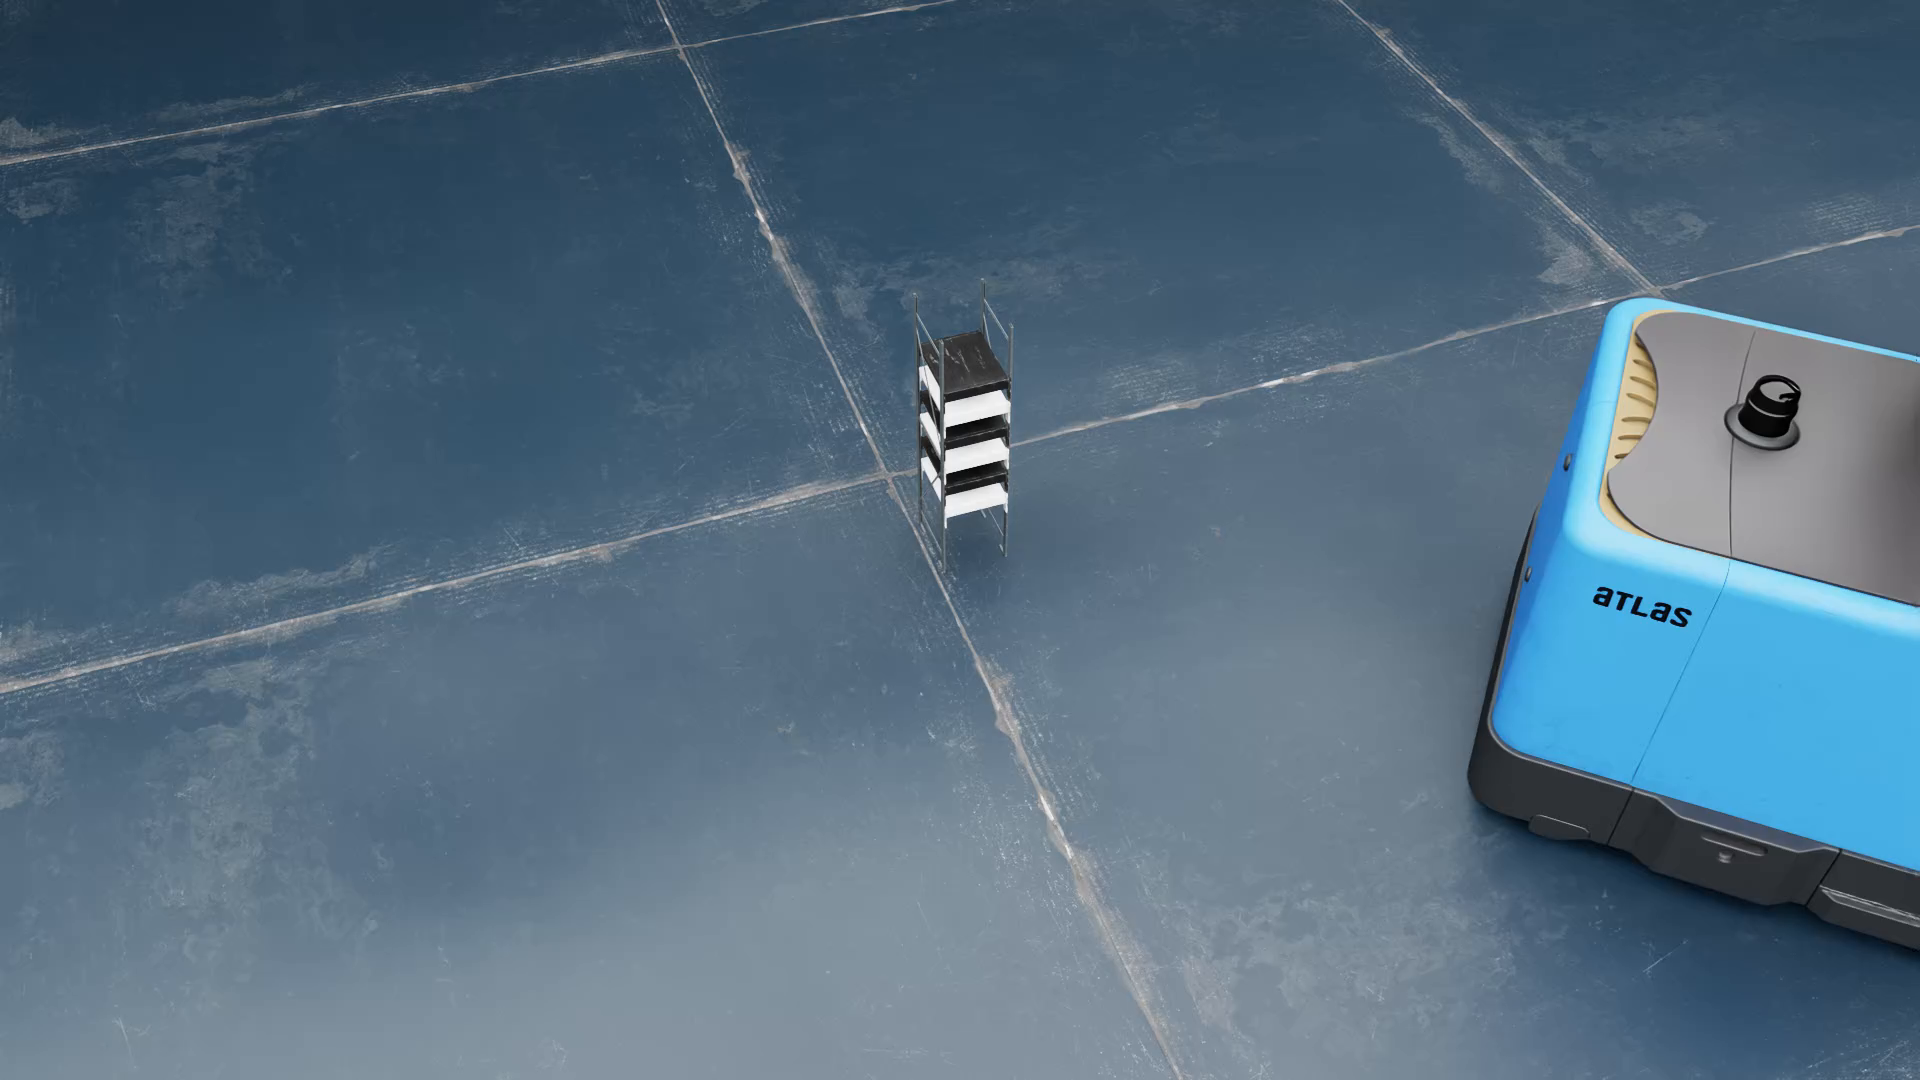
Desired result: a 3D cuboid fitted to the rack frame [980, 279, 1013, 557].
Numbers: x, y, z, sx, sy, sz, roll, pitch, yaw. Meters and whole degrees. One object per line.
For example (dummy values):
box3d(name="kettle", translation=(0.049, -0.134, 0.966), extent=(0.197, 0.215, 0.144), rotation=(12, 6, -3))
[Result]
box3d(name="rack frame", translation=(0.103, -0.344, 4.958), extent=(0.006, 0.900, 0.240), rotation=(-14, 47, -14))

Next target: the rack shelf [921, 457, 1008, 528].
box3d(name="rack shelf", translation=(0.008, -0.169, 5.084), extent=(0.200, 0.077, 0.258), rotation=(-14, 47, -14))

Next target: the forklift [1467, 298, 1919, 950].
box3d(name="forklift", translation=(2.942, -0.226, 3.406), extent=(3.031, 2.935, 1.130), rotation=(16, 47, 15))

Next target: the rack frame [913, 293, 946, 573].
box3d(name="rack frame", translation=(-0.088, -0.295, 4.909), extent=(0.006, 0.900, 0.240), rotation=(-14, 47, -14))

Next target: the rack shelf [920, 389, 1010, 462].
box3d(name="rack shelf", translation=(0.008, -0.360, 4.893), extent=(0.200, 0.077, 0.258), rotation=(-14, 47, -14))

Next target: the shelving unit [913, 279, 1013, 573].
box3d(name="shelving unit", translation=(0.008, -0.320, 4.933), extent=(0.210, 0.900, 0.258), rotation=(-14, 47, -14))

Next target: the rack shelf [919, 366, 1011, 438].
box3d(name="rack shelf", translation=(0.008, -0.423, 4.829), extent=(0.200, 0.077, 0.258), rotation=(-14, 47, -14))

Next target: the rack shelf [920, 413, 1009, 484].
box3d(name="rack shelf", translation=(0.008, -0.296, 4.957), extent=(0.200, 0.077, 0.258), rotation=(-14, 47, -14))

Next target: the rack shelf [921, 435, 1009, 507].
box3d(name="rack shelf", translation=(0.008, -0.233, 5.021), extent=(0.200, 0.077, 0.258), rotation=(-14, 47, -14))

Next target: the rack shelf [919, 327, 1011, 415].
box3d(name="rack shelf", translation=(0.008, -0.487, 4.766), extent=(0.200, 0.077, 0.258), rotation=(-14, 47, -14))
